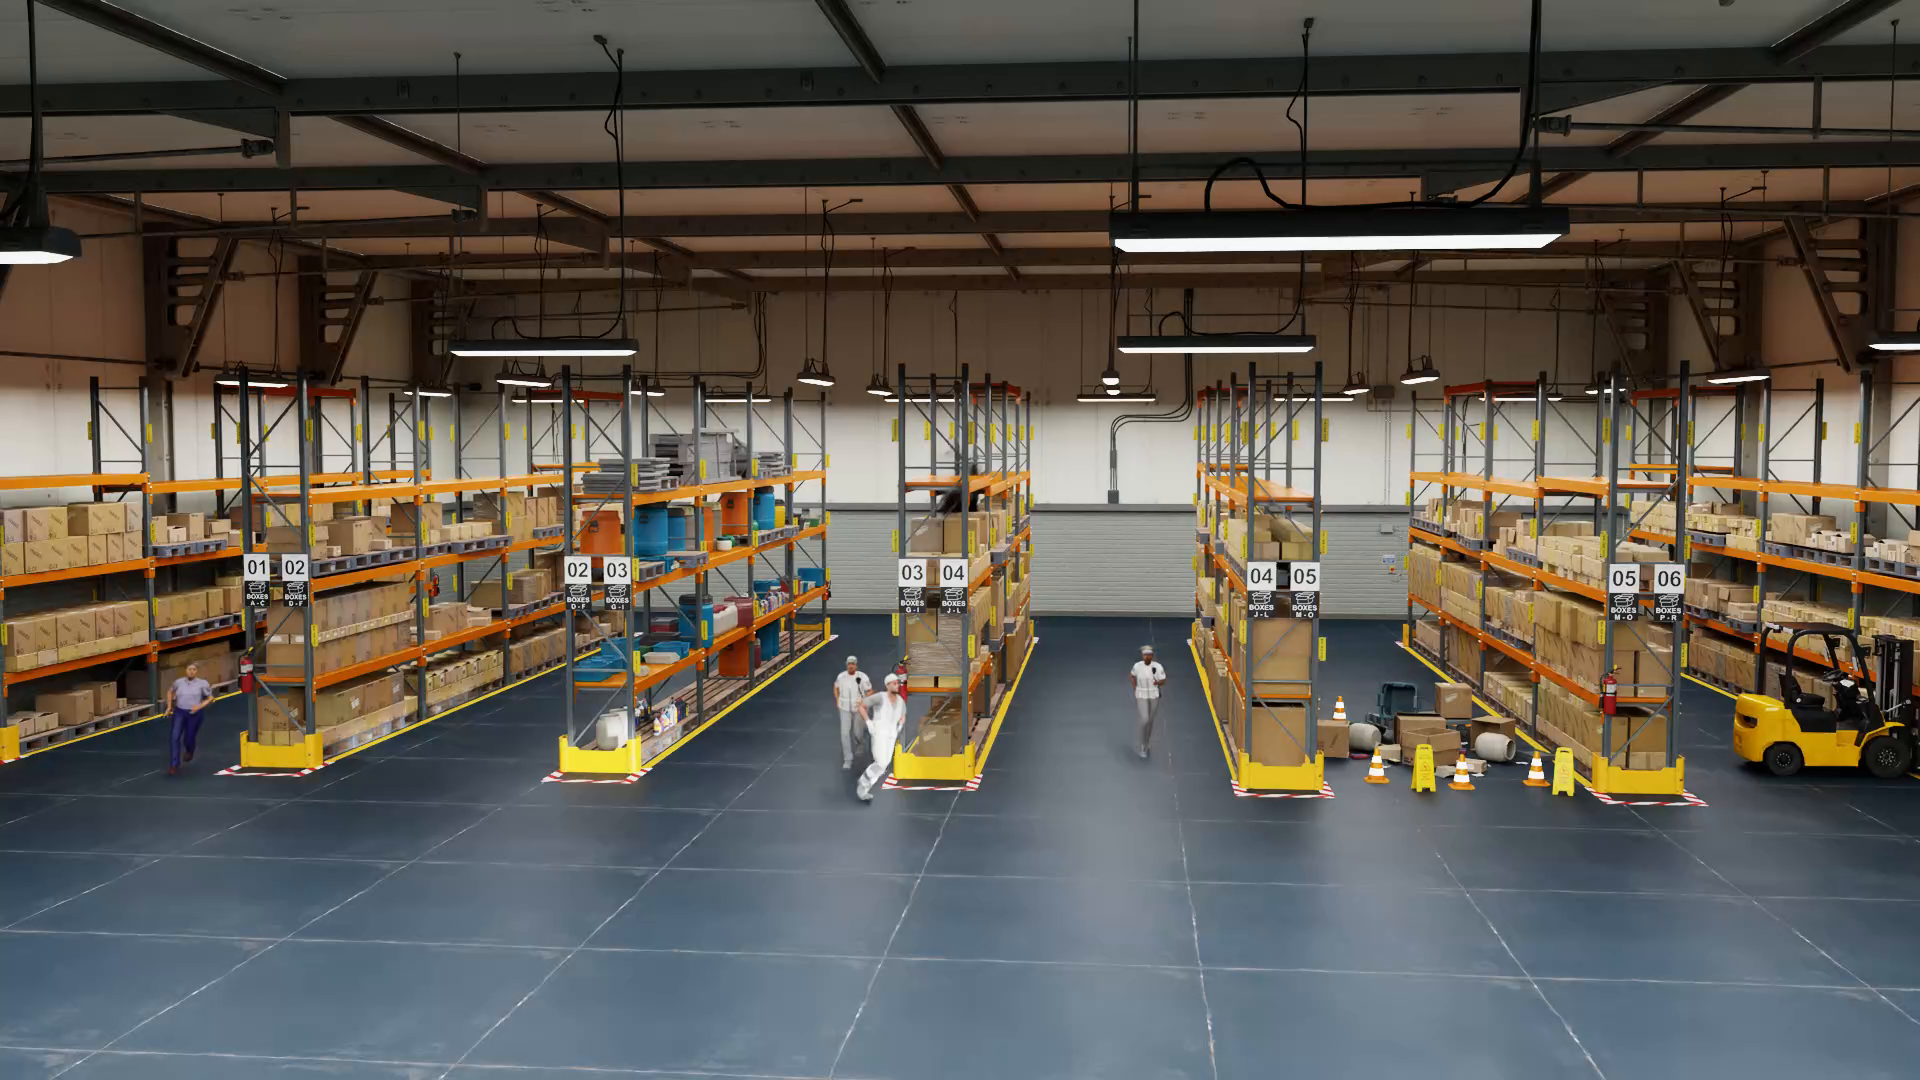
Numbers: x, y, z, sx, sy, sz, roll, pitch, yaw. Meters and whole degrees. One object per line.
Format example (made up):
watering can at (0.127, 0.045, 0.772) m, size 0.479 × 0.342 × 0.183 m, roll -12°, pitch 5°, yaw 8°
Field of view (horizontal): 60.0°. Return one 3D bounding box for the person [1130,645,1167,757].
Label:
person at (2.947, 2.509, 25.957) m, size 0.546 × 1.766 × 0.756 m, roll 0°, pitch 4°, yaw 0°

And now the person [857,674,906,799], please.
person at (-1.025, 2.675, 22.688) m, size 0.723 × 1.696 × 0.579 m, roll -3°, pitch 5°, yaw -40°

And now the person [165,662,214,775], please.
person at (-11.429, 2.618, 24.676) m, size 0.656 × 1.614 × 0.805 m, roll -1°, pitch 4°, yaw -12°

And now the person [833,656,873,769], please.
person at (-1.618, 2.577, 25.125) m, size 0.623 × 1.672 × 0.763 m, roll 0°, pitch 4°, yaw 5°
